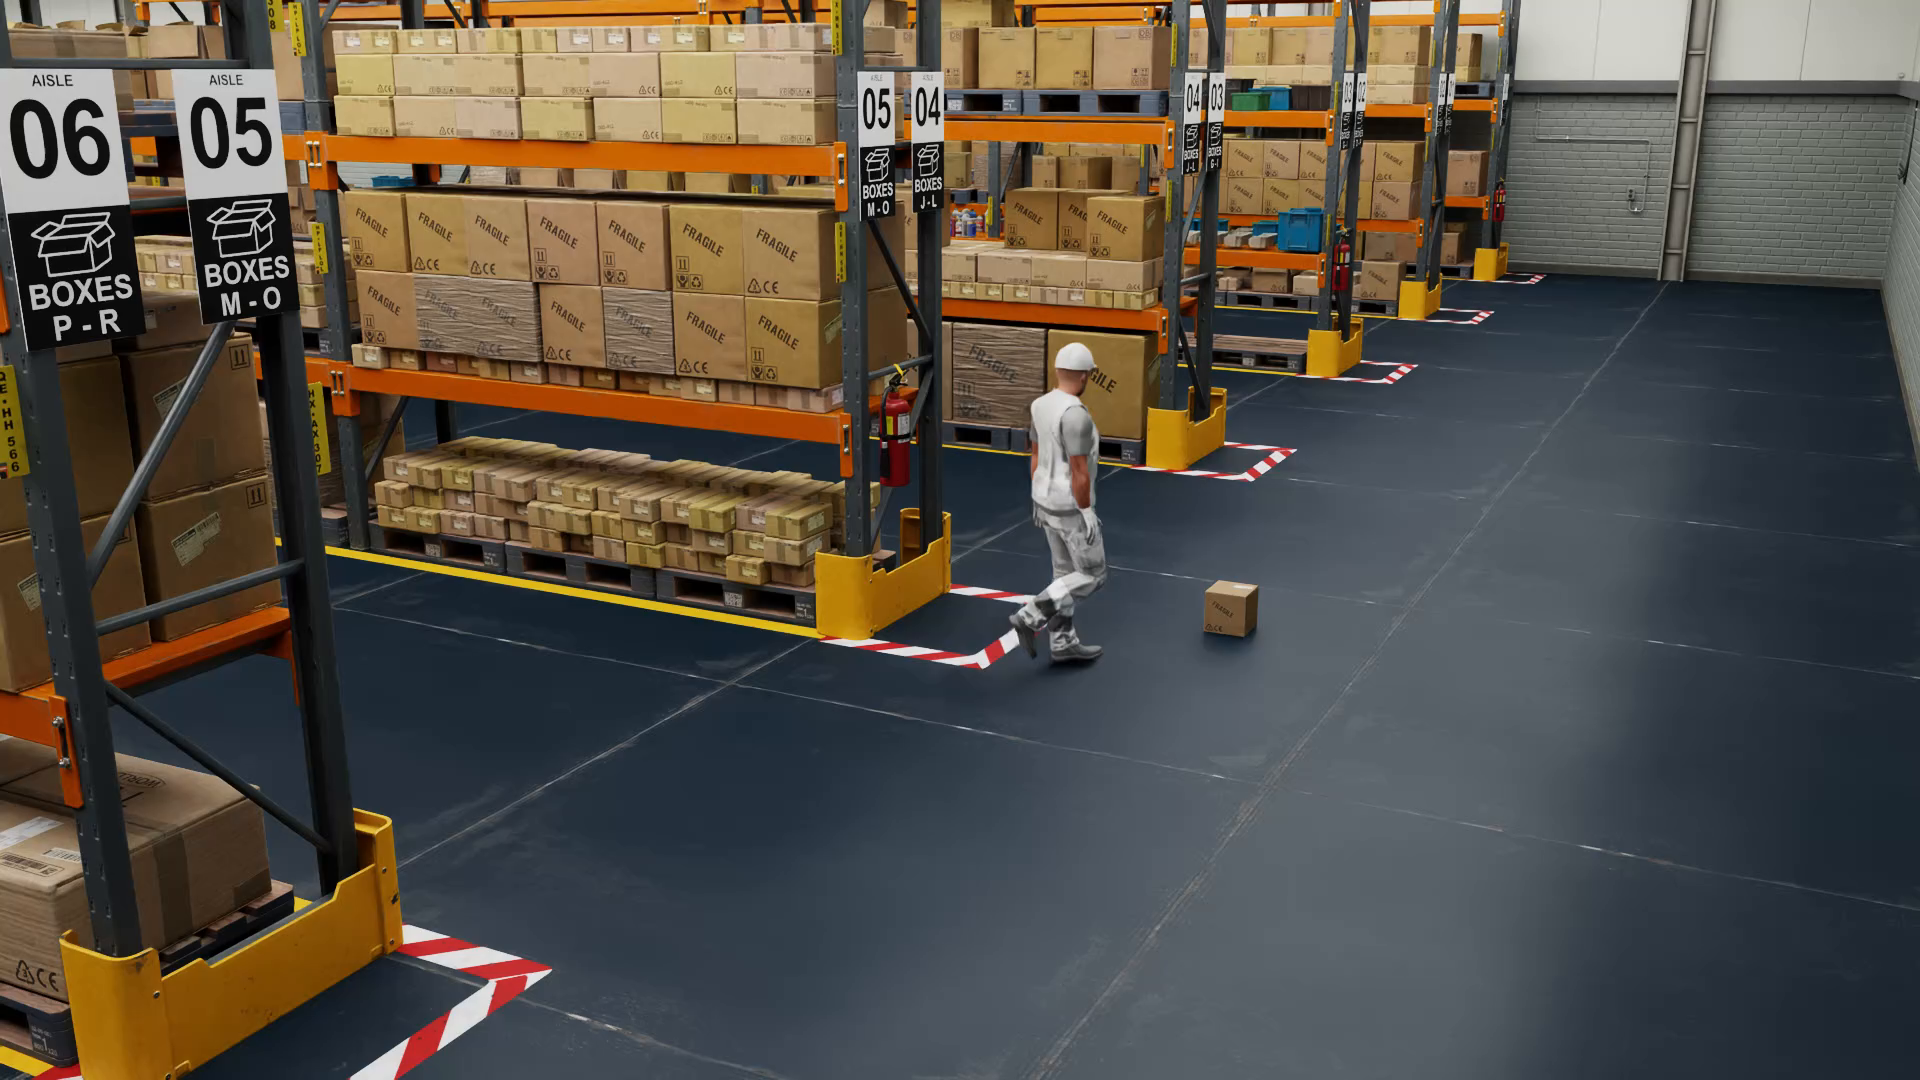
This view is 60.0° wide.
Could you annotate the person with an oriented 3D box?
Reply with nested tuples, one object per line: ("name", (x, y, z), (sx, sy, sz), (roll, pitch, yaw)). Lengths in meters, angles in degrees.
("person", (0.520, -0.176, 9.033), (0.596, 1.778, 0.562), (-5, 16, -18))
